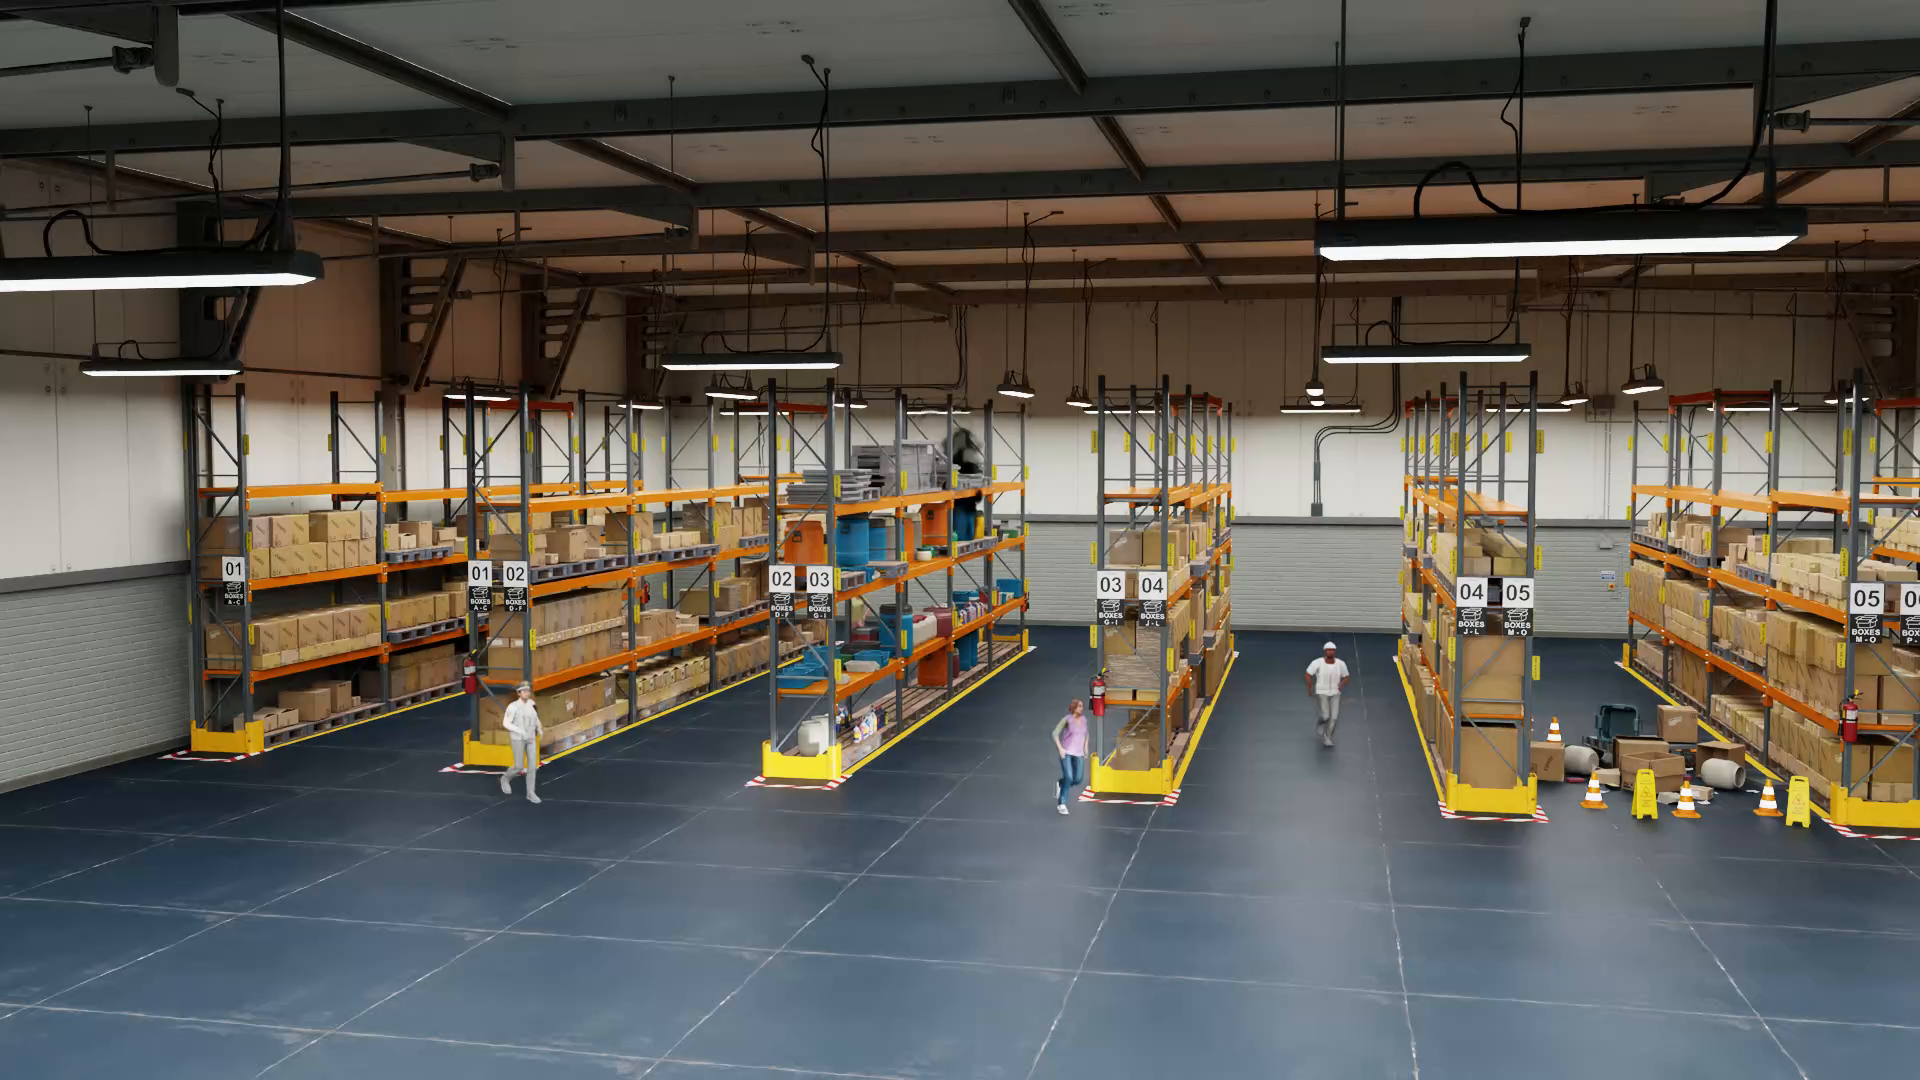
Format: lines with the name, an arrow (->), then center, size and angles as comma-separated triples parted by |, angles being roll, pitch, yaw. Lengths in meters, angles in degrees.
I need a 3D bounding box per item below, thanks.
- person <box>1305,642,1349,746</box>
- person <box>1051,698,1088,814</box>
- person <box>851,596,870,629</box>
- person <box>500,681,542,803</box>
person -> 6.140, 2.559, 27.709 | 0.714, 1.722, 0.592 | 0, 3, -1
person -> 1.514, 2.943, 22.839 | 0.582, 1.550, 0.513 | -2, 4, -26
person -> -2.350, 1.804, 38.109 | 0.570, 1.557, 0.586 | 0, 3, 1
person -> -6.175, 2.824, 23.463 | 0.778, 1.704, 0.641 | 3, 4, 40
